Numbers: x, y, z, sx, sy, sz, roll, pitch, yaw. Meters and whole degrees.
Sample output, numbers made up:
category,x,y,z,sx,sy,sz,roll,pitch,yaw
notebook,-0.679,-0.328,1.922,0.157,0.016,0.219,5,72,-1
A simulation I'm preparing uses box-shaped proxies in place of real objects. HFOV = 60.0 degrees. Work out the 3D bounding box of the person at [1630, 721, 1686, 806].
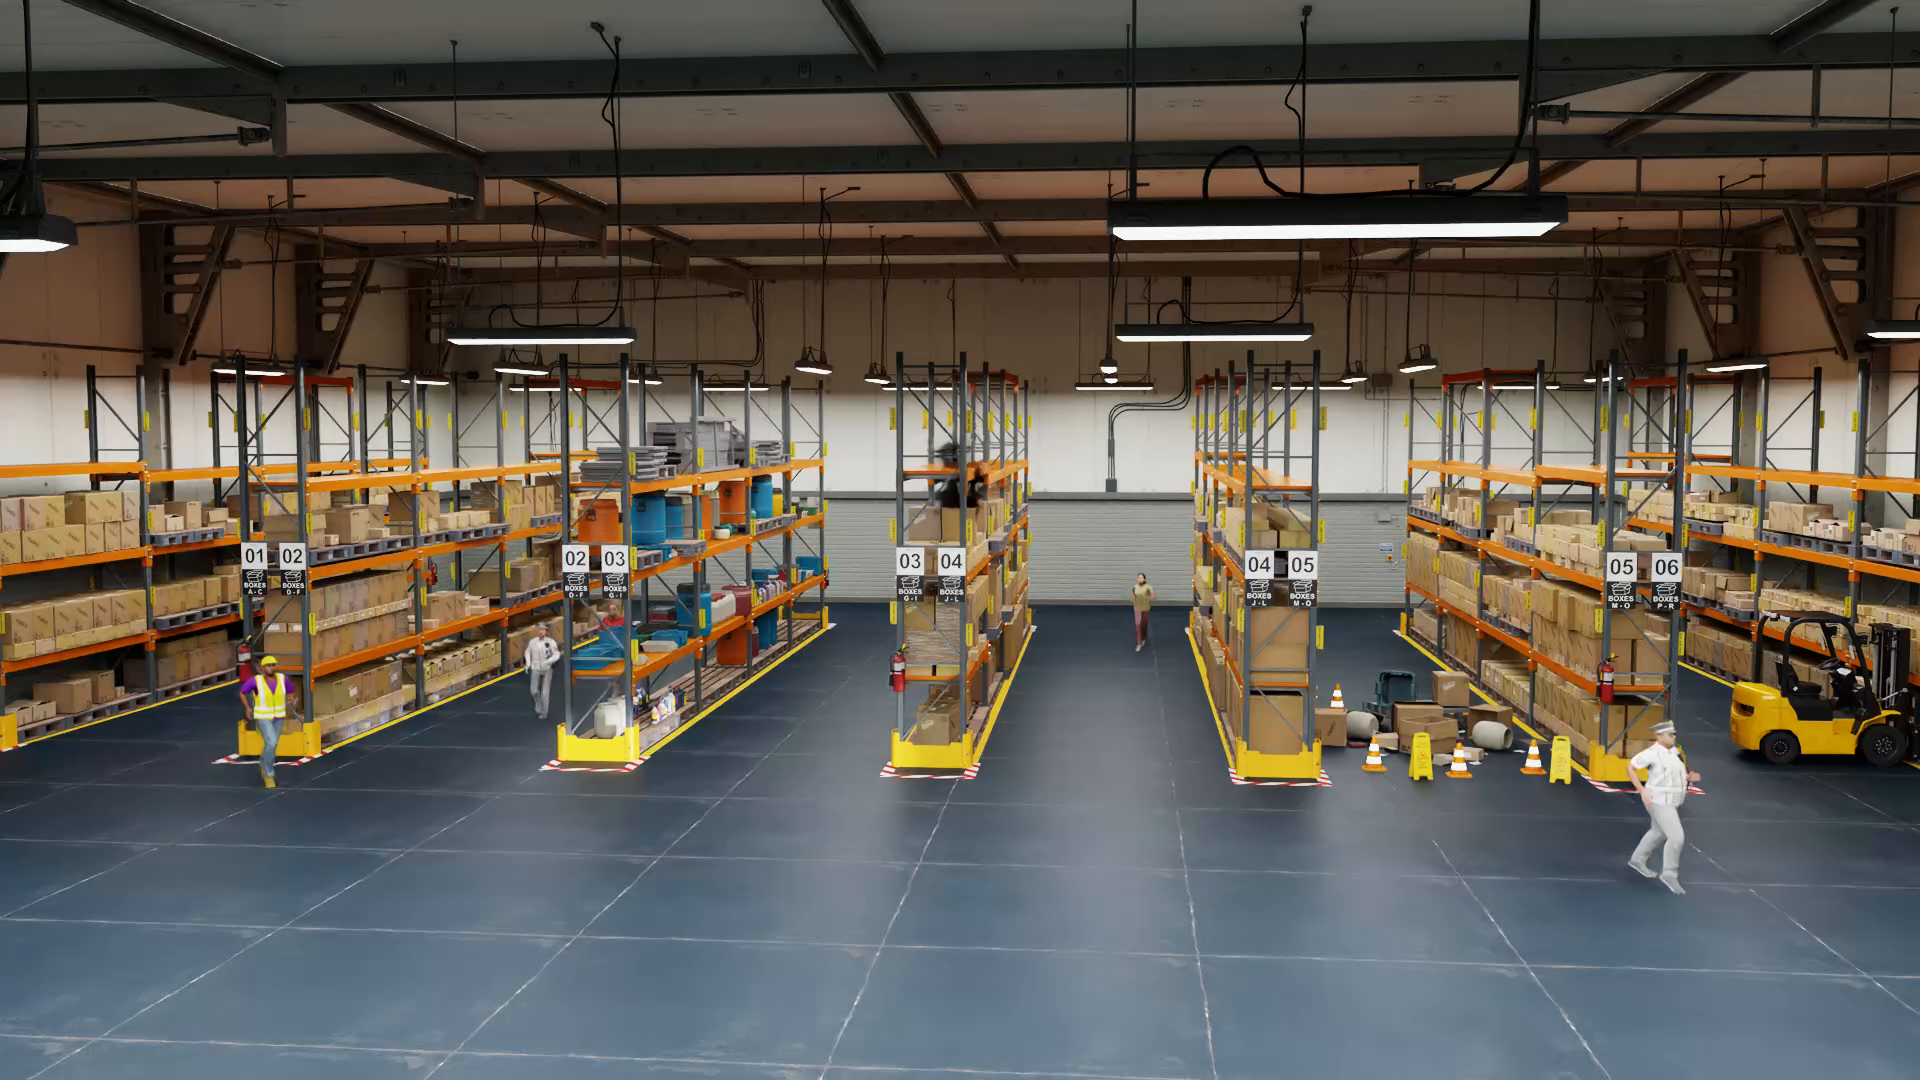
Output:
category,x,y,z,sx,sy,sz,roll,pitch,yaw
person,7.552,2.376,17.882,0.613,0.901,0.486,-4,6,-43

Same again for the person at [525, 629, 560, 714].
category,x,y,z,sx,sy,sz,roll,pitch,yaw
person,-7.033,2.186,27.937,0.612,1.551,0.508,0,4,-4

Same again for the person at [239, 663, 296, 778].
category,x,y,z,sx,sy,sz,roll,pitch,yaw
person,-9.523,2.428,22.976,0.780,1.624,0.686,4,5,41

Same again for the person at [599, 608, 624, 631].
category,x,y,z,sx,sy,sz,roll,pitch,yaw
person,-6.300,1.580,30.346,0.650,0.662,0.370,0,4,4
